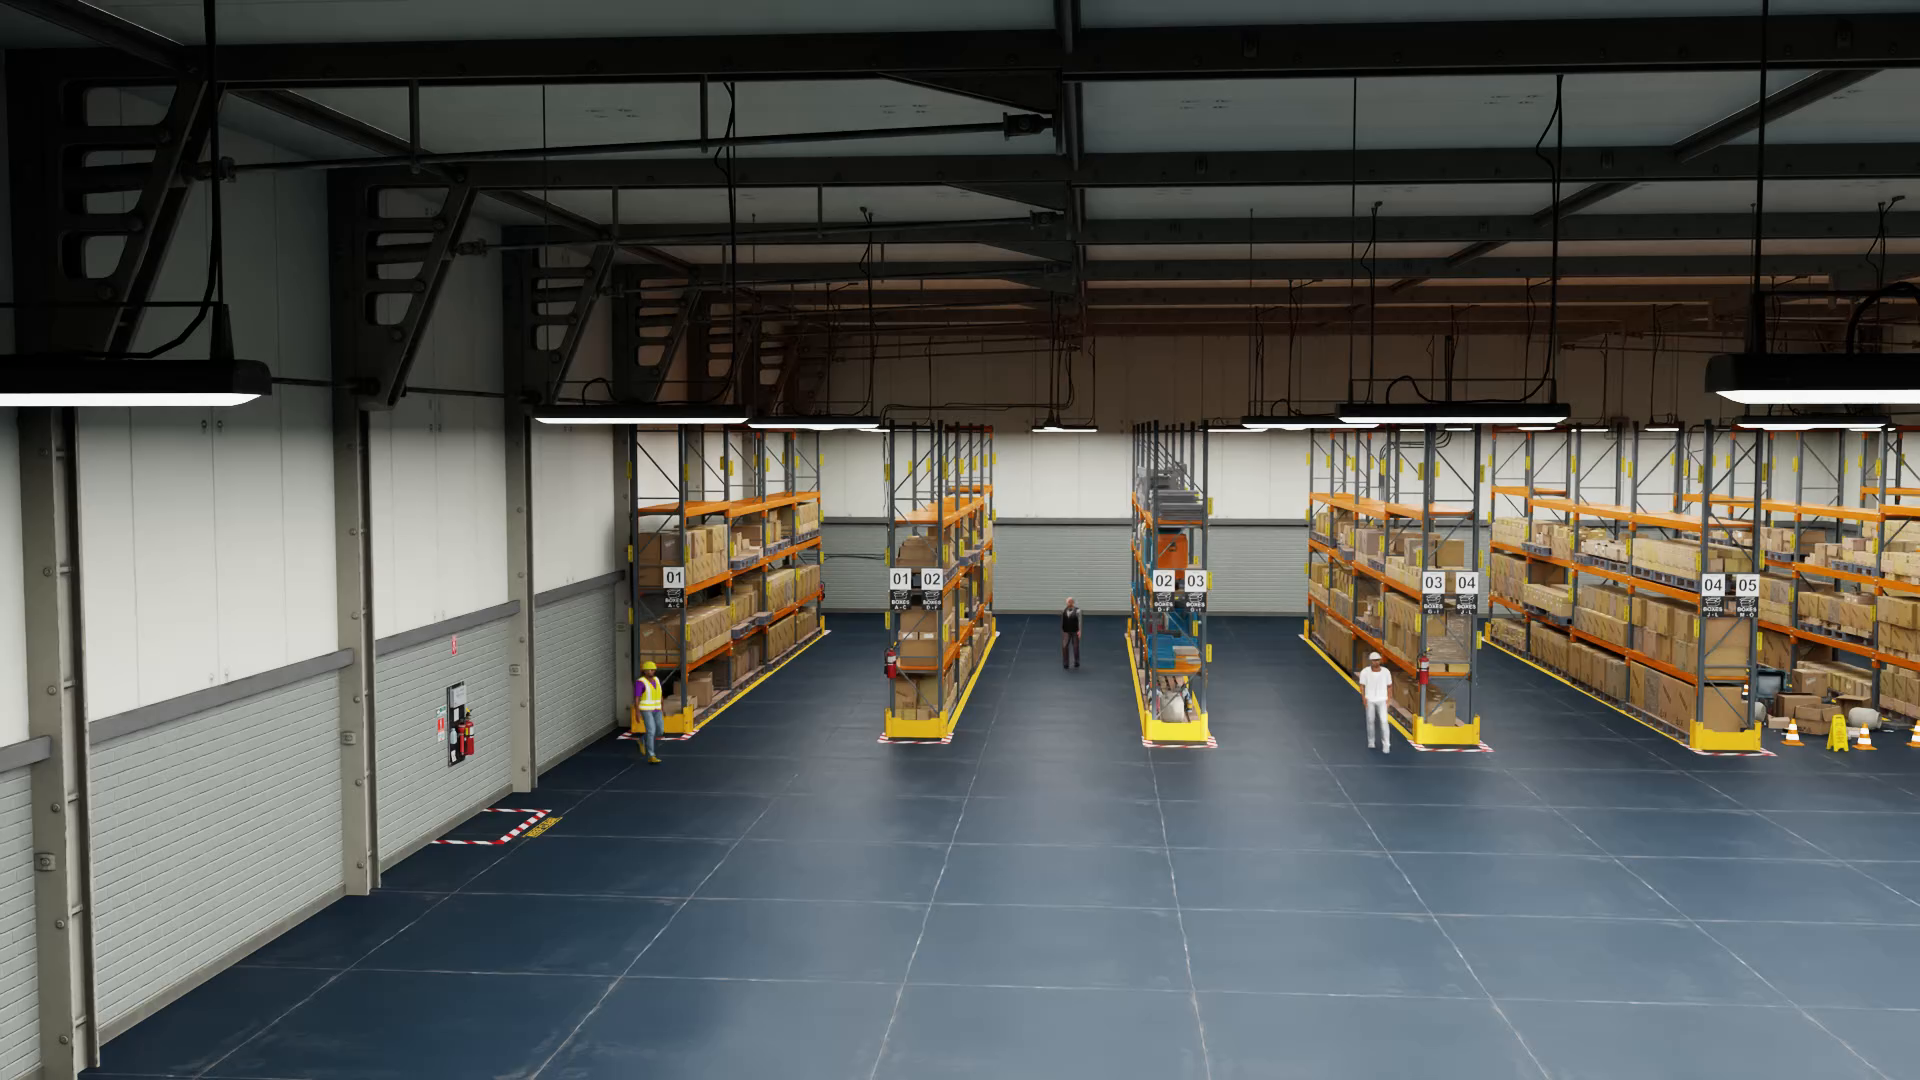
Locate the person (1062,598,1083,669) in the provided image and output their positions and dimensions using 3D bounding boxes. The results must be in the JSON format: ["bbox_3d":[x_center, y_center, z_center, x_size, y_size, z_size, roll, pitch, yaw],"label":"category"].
[{"bbox_3d":[2.731,2.322,40.803,0.590,1.788,0.624,2,4,23],"label":"person"}]

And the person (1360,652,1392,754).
[{"bbox_3d":[7.536,2.946,30.171,0.569,1.816,0.599,1,4,16],"label":"person"}]

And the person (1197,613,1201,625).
[{"bbox_3d":[7.106,1.741,50.412,0.490,1.591,0.732,-3,5,-42],"label":"person"}]

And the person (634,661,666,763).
[{"bbox_3d":[-5.465,2.991,29.185,0.715,1.754,0.610,2,4,34],"label":"person"}]
